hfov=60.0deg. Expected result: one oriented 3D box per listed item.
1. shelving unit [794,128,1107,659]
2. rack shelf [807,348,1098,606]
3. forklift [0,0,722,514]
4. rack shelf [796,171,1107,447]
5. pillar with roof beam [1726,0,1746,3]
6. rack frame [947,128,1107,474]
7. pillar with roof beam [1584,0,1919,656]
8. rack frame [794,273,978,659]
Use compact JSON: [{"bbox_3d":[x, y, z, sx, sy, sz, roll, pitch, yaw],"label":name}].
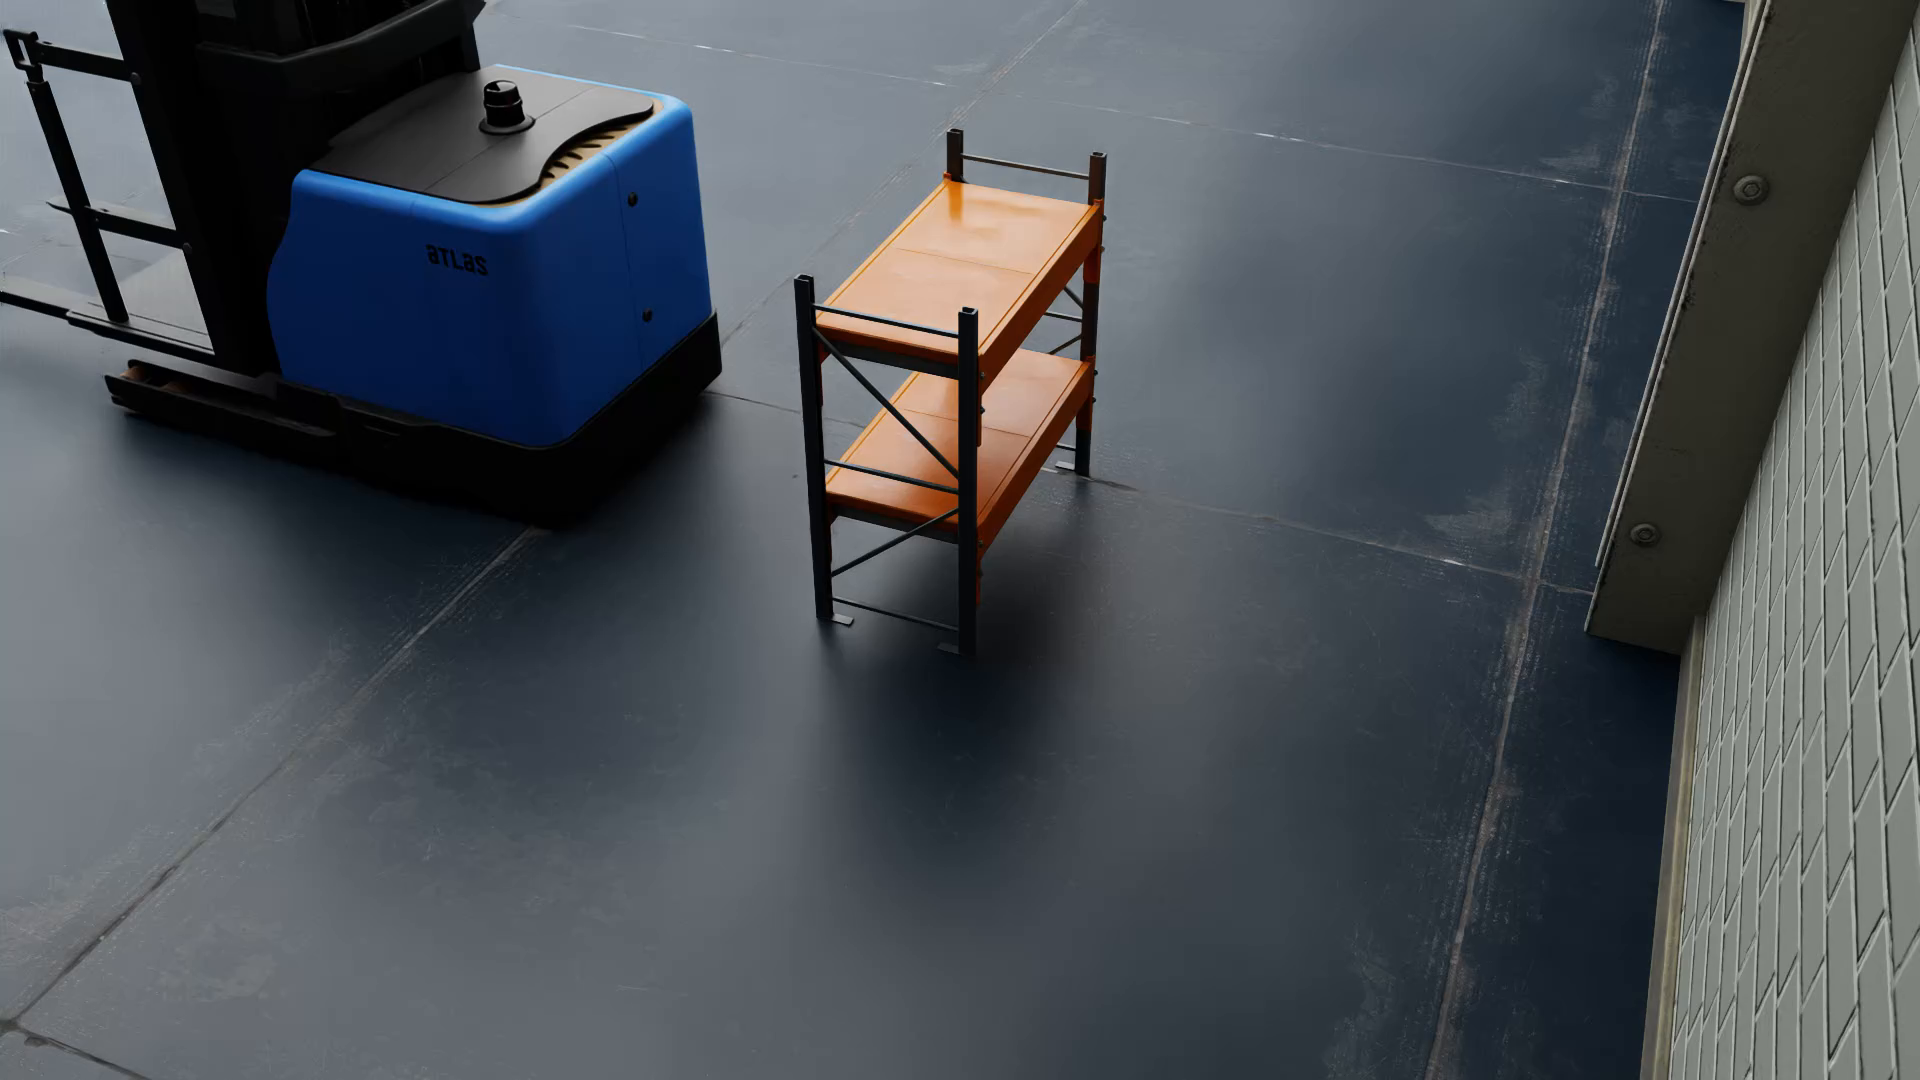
[{"bbox_3d":[0.003,-0.454,4.918,0.538,1.125,1.048,14,39,18],"label":"shelving unit"},{"bbox_3d":[0.003,-0.258,5.065,0.538,0.278,1.000,14,39,18],"label":"rack shelf"},{"bbox_3d":[-2.412,-1.839,5.262,3.031,2.935,1.130,15,39,19],"label":"forklift"},{"bbox_3d":[0.003,-0.689,4.743,0.538,0.278,1.000,14,39,18],"label":"rack shelf"},{"bbox_3d":[0.354,-7.710,8.049,9.100,9.000,0.400,14,39,18],"label":"pillar with roof beam"},{"bbox_3d":[0.196,-0.736,5.295,0.500,1.125,0.032,14,39,18],"label":"rack frame"},{"bbox_3d":[-1.929,-4.388,3.604,9.100,9.000,0.400,14,39,18],"label":"pillar with roof beam"},{"bbox_3d":[-0.191,-0.173,4.542,0.500,1.125,0.032,14,39,18],"label":"rack frame"}]
